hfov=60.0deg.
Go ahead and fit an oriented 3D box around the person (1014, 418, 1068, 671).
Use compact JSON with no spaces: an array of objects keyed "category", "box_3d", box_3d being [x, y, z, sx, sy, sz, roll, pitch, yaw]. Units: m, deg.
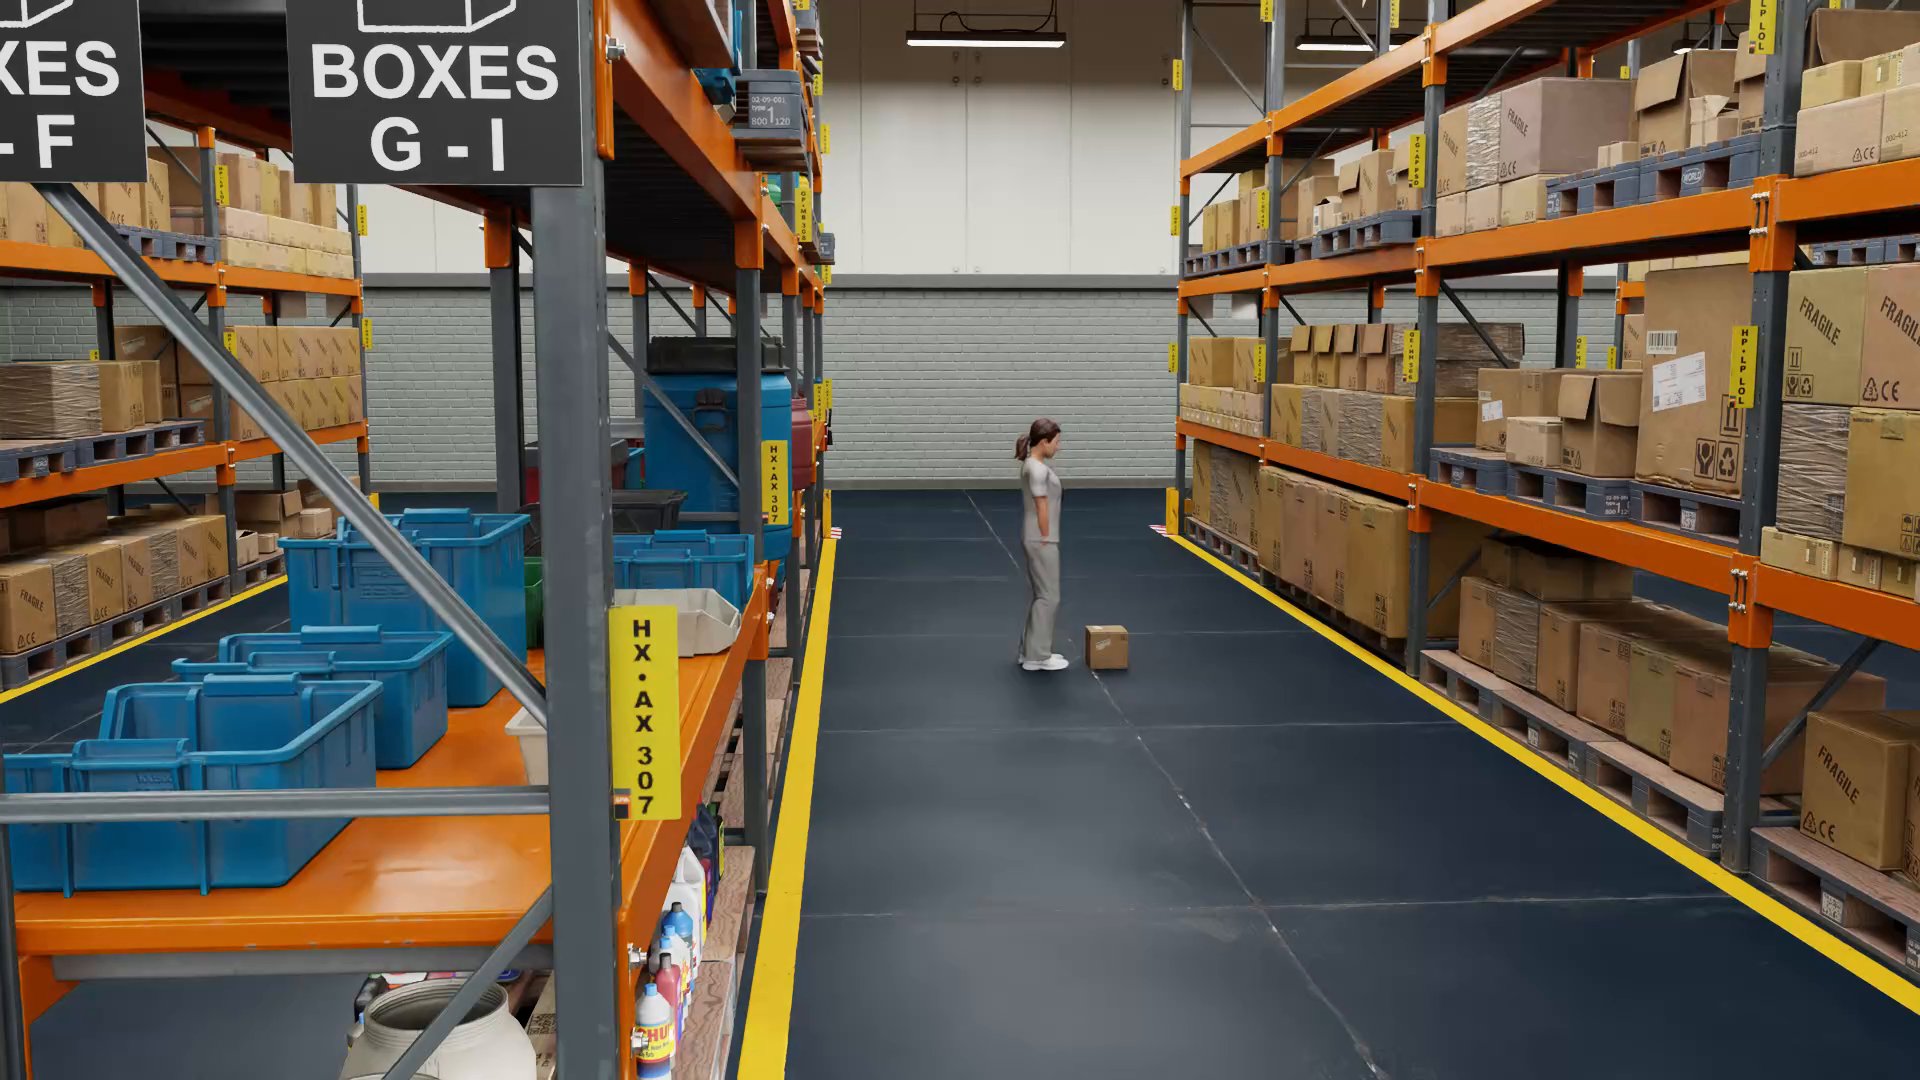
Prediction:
[{"category":"person","box_3d":[0.532,0.023,11.109,0.368,1.670,0.443,0,7,-3]}]
